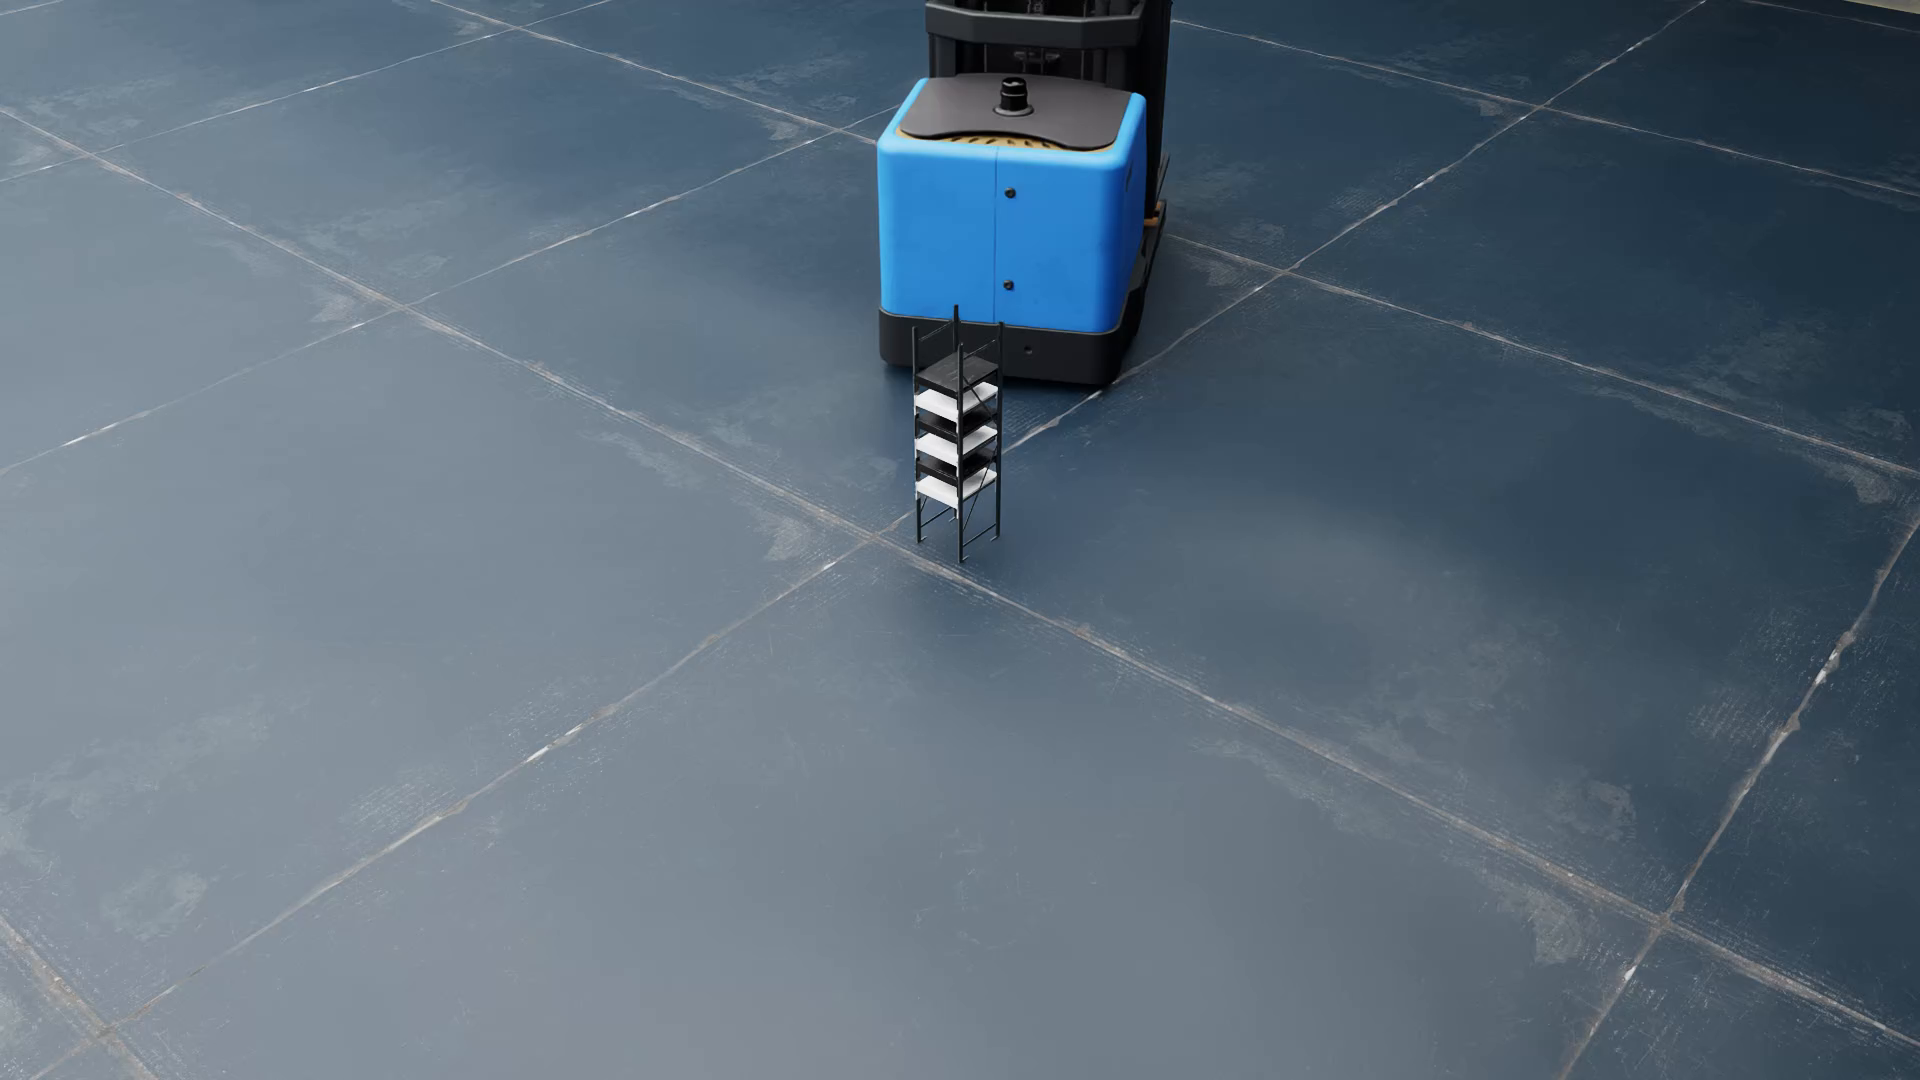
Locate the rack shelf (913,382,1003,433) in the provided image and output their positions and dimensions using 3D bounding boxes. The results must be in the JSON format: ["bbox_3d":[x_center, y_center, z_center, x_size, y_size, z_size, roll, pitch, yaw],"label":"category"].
[{"bbox_3d":[-0.006,-0.495,5.917,0.200,0.077,0.258,25,42,32],"label":"rack shelf"}]

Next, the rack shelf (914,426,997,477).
[{"bbox_3d":[-0.006,-0.346,6.018,0.200,0.077,0.258,25,42,32],"label":"rack shelf"}]

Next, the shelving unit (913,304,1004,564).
[{"bbox_3d":[-0.006,-0.374,6.000,0.210,0.900,0.258,25,42,32],"label":"shelving unit"}]

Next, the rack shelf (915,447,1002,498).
[{"bbox_3d":[-0.006,-0.272,6.069,0.200,0.077,0.258,25,42,32],"label":"rack shelf"}]

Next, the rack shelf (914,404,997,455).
[{"bbox_3d":[-0.006,-0.421,5.967,0.200,0.077,0.258,25,42,32],"label":"rack shelf"}]

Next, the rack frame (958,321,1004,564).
[{"bbox_3d":[0.072,-0.337,5.946,0.006,0.900,0.240,25,42,32],"label":"rack frame"}]

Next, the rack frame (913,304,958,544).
[{"bbox_3d":[-0.084,-0.411,6.053,0.006,0.900,0.240,25,42,32],"label":"rack frame"}]

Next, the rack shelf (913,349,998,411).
[{"bbox_3d":[-0.006,-0.569,5.866,0.200,0.077,0.258,25,42,32],"label":"rack shelf"}]

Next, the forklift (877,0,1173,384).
[{"bbox_3d":[0.447,-2.700,7.592,1.130,2.935,3.031,7,35,10],"label":"forklift"}]

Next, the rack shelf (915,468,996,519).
[{"bbox_3d":[-0.006,-0.198,6.120,0.200,0.077,0.258,25,42,32],"label":"rack shelf"}]
